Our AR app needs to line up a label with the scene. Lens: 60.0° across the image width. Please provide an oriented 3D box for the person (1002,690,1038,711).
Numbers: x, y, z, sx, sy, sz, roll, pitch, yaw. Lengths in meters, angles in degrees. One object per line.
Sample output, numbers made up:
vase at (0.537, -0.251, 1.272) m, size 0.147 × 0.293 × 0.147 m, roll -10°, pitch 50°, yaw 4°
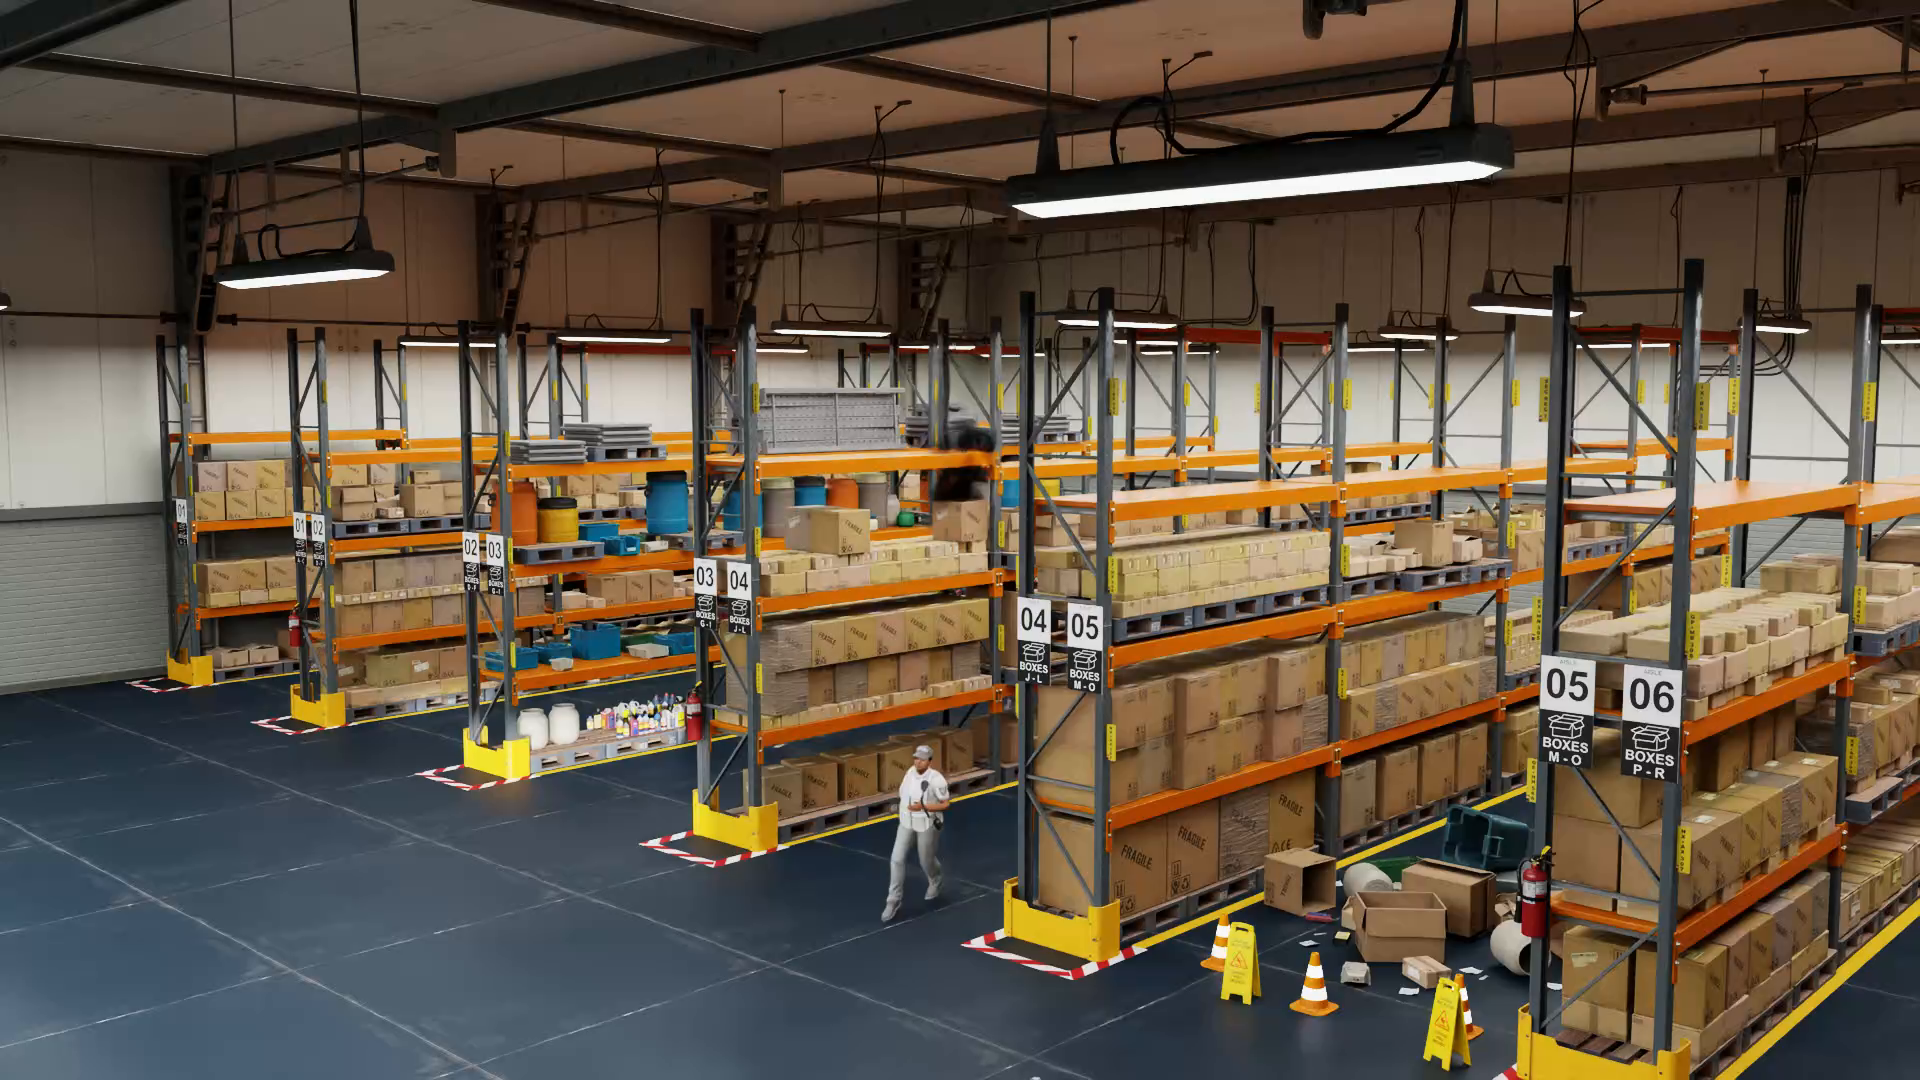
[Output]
person at (0.982, 1.920, 25.123) m, size 0.599 × 1.670 × 0.873 m, roll 5°, pitch 7°, yaw 42°

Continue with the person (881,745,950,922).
person at (-0.353, 2.814, 16.239) m, size 0.614 × 1.677 × 0.928 m, roll 3°, pitch 6°, yaw 29°

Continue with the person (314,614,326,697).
person at (-10.489, 1.766, 27.654) m, size 0.585 × 1.629 × 0.624 m, roll 1°, pitch 6°, yaw 13°

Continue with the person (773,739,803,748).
person at (-2.329, 1.981, 22.465) m, size 0.547 × 1.573 × 0.751 m, roll 2°, pitch 6°, yaw 23°
